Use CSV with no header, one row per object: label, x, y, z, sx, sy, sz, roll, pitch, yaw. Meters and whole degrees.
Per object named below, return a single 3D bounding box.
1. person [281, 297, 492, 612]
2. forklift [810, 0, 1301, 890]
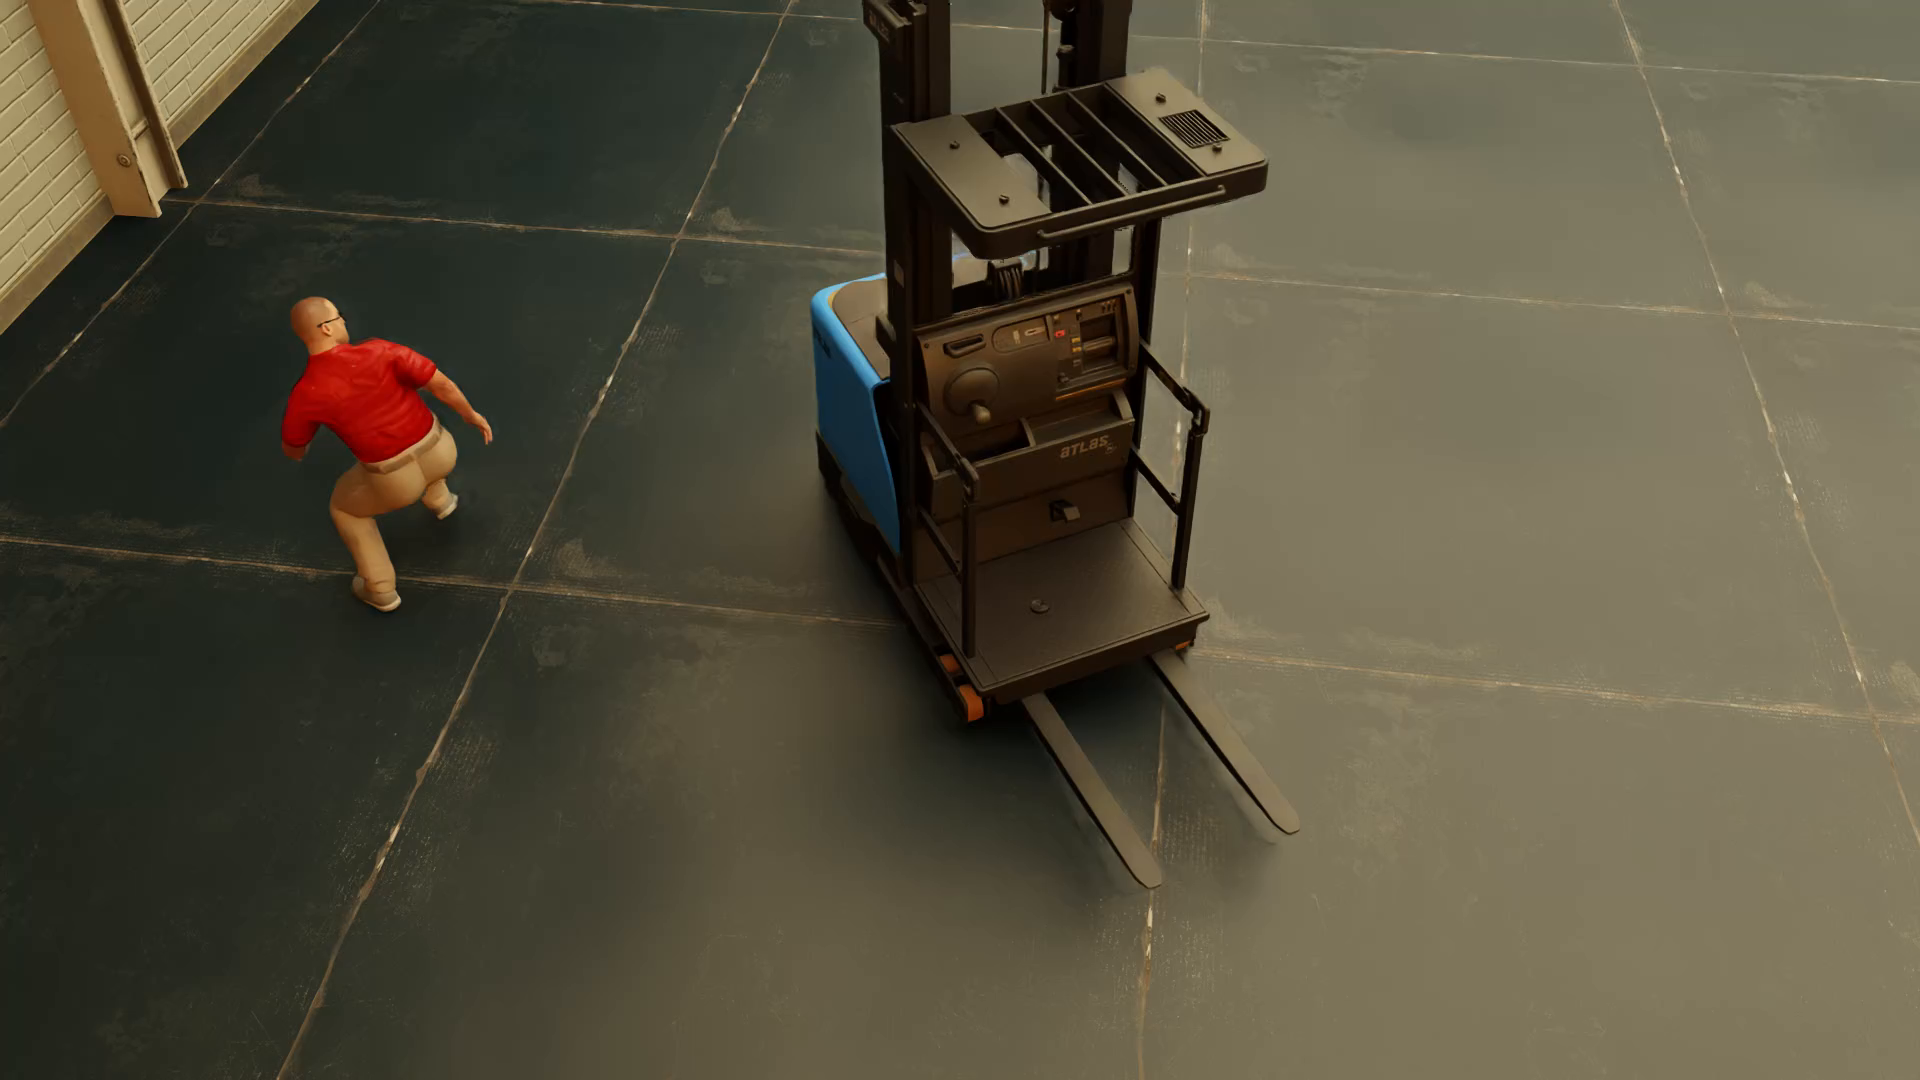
person,-2.550,-0.457,7.314,0.792,1.507,0.691,-30,51,-29
forklift,0.374,-0.648,6.429,1.130,2.935,3.031,-17,45,-18
